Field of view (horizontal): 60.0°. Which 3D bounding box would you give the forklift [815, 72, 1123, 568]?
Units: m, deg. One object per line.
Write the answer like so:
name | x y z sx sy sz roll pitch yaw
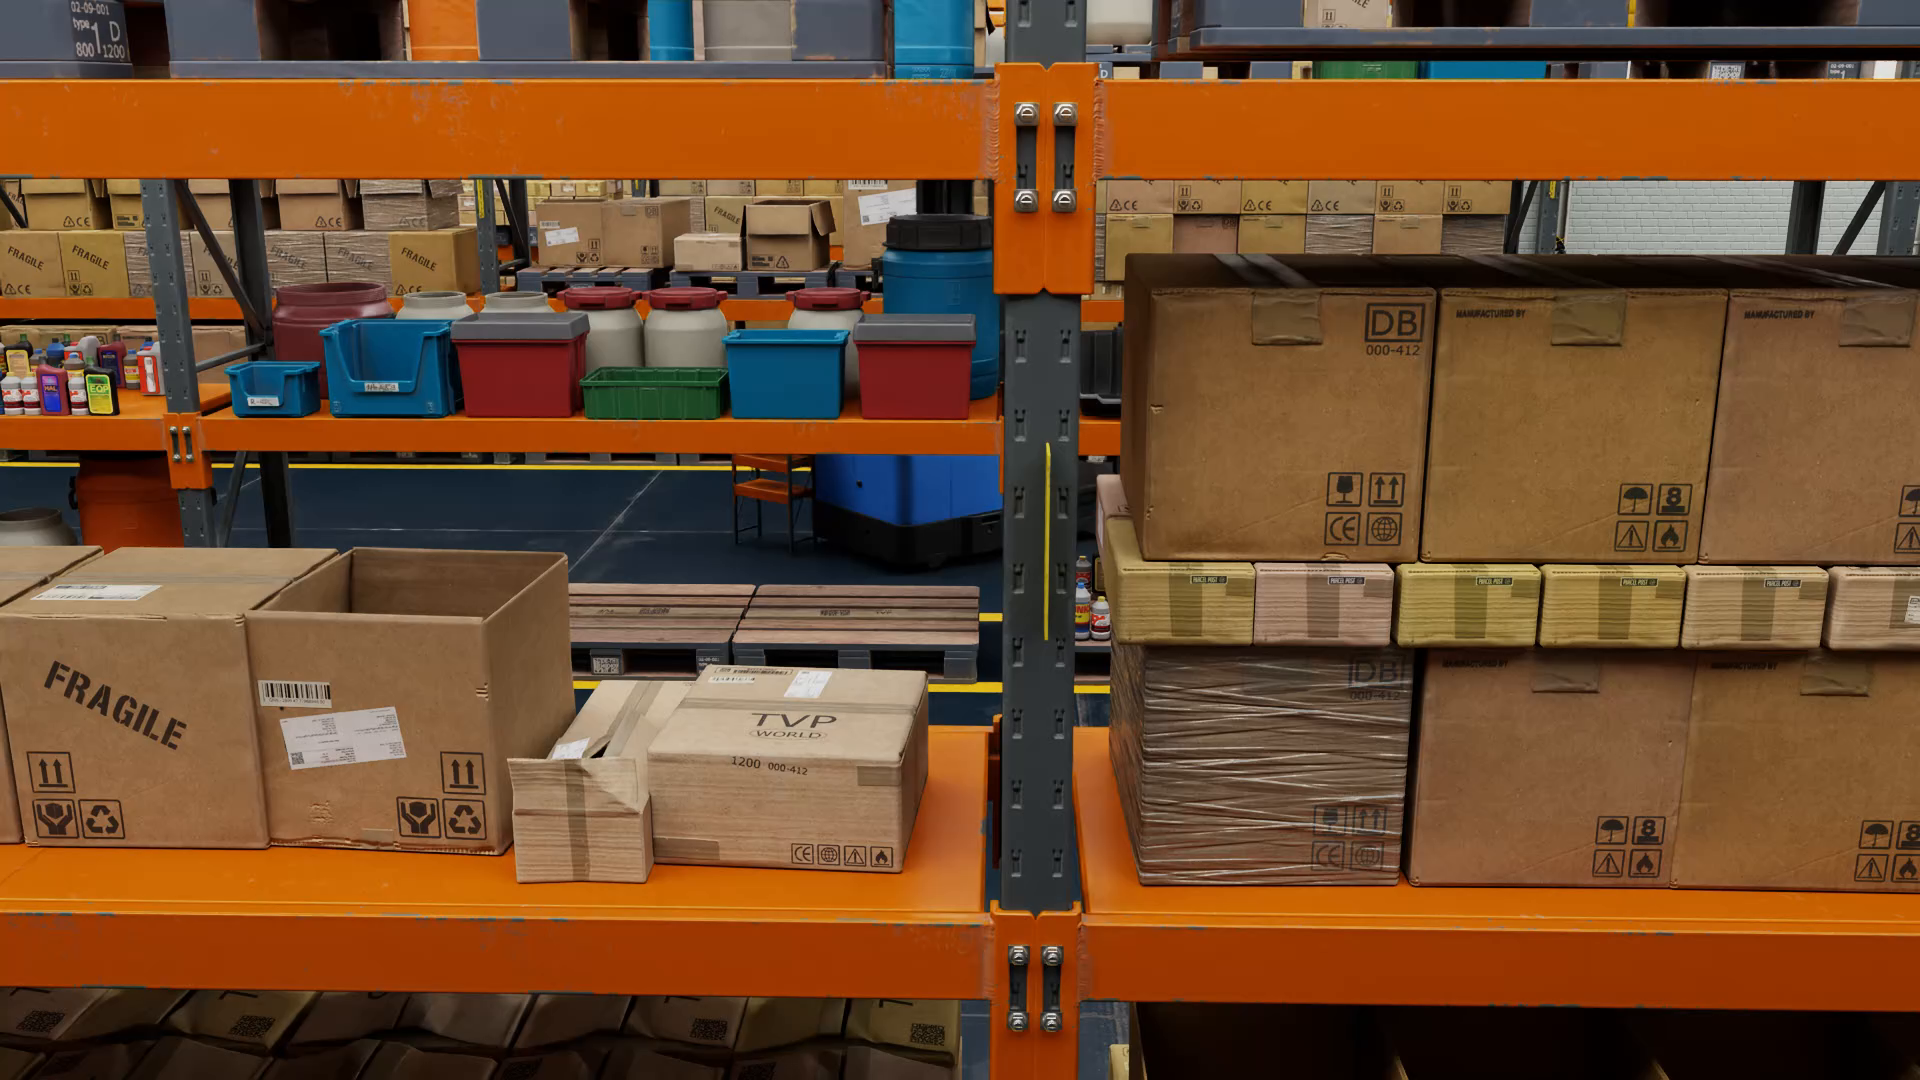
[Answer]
forklift | 0.523 -1.531 10.896 3.031 2.935 1.130 -11 19 -37

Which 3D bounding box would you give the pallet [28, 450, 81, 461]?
pallet | -6.815 -0.858 13.680 1.213 0.211 1.003 0 15 1

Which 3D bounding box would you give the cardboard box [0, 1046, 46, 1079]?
cardboard box | -2.295 1.299 3.505 0.500 0.311 0.500 0 15 0

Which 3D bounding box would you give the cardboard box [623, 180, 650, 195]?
cardboard box | -4.340 -4.804 22.481 0.500 0.250 0.500 0 15 0

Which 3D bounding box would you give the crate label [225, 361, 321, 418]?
crate label | -3.305 -0.724 8.033 0.416 0.233 0.303 0 15 1

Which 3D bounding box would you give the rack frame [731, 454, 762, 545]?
rack frame | -1.376 -0.574 10.663 0.015 1.200 0.240 11 18 36

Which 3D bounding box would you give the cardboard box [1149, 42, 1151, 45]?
cardboard box | 1.511 -3.648 12.420 0.250 0.149 0.380 1 15 3

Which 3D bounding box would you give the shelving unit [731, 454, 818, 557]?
shelving unit | -1.182 -0.536 10.520 0.503 1.200 0.258 11 18 36

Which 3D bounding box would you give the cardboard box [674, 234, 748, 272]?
cardboard box | -1.920 -2.227 12.873 0.500 0.250 0.500 0 15 0

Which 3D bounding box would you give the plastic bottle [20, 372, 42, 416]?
plastic bottle | -4.477 -0.708 8.033 0.097 0.201 0.097 0 15 0

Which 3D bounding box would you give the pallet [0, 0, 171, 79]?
pallet | -2.048 -1.011 3.283 1.213 0.211 1.003 1 15 4

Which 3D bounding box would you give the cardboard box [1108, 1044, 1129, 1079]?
cardboard box | 0.621 1.460 3.994 0.500 0.250 0.500 0 15 1

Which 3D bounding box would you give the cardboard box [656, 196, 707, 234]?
cardboard box | -2.920 -3.407 17.679 0.500 0.500 0.500 1 15 2

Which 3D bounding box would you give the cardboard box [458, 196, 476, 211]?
cardboard box | -5.157 -3.551 17.506 0.250 0.149 0.380 1 15 3

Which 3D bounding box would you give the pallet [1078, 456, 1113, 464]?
pallet | 1.081 -0.797 13.446 1.213 0.211 1.003 0 15 1

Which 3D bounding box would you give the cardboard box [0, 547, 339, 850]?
cardboard box | -1.642 0.322 3.545 0.500 0.500 0.500 0 15 2

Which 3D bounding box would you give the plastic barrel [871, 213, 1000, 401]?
plastic barrel | -0.096 -1.199 8.524 0.708 0.901 0.600 0 15 1

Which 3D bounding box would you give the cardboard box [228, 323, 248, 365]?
cardboard box | -5.170 -1.360 13.456 0.875 0.875 1.225 0 15 2

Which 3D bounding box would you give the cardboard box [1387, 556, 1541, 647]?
cardboard box | 0.925 0.078 3.197 0.250 0.149 0.380 0 15 0

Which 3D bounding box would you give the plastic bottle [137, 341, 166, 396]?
plastic bottle | -4.144 -0.890 8.576 0.135 0.276 0.152 0 15 1

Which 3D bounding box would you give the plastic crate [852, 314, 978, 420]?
plastic crate | -0.209 -0.833 7.993 0.583 0.464 0.402 0 15 1

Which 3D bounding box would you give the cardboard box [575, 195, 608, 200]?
cardboard box | -3.867 -3.543 17.476 0.250 0.149 0.380 1 15 3

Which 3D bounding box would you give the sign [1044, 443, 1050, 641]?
sign | 0.148 0.003 2.835 0.005 0.325 0.100 0 15 1

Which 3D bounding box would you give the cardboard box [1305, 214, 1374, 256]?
cardboard box | 2.857 -2.304 12.914 0.500 0.500 0.875 0 15 1

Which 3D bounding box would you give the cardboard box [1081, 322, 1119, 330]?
cardboard box | 1.264 -2.558 17.999 0.875 0.875 0.875 1 15 2

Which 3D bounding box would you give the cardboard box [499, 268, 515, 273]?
cardboard box | -5.046 -2.864 18.421 0.500 0.250 0.500 0 15 2

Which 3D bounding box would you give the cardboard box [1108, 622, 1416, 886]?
cardboard box | 0.596 0.339 3.480 0.500 0.500 0.700 0 15 0

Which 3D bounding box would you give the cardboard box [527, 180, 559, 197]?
cardboard box | -4.377 -3.690 17.450 0.250 0.149 0.380 1 15 3

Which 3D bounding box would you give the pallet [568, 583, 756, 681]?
pallet | -1.726 0.469 8.650 1.213 0.211 1.003 0 15 1

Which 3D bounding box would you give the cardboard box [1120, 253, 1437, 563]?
cardboard box | 0.596 -0.288 3.314 0.500 0.500 0.700 0 15 2

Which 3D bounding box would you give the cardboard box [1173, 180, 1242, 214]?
cardboard box | 1.852 -2.742 12.614 0.500 0.500 0.500 0 15 1

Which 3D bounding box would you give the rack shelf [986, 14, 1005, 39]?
rack shelf | -1.214 -8.306 26.877 4.000 0.370 1.077 0 15 1

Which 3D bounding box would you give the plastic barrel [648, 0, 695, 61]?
plastic barrel | -1.539 -2.527 7.674 0.708 0.901 0.600 0 15 1

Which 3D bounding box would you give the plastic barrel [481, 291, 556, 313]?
plastic barrel | -2.261 -1.002 8.540 0.421 0.512 0.421 0 15 0

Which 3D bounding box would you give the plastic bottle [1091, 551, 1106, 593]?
plastic bottle | 0.772 0.142 8.883 0.133 0.283 0.061 1 15 4

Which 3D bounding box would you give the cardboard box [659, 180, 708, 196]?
cardboard box | -2.913 -3.957 17.802 0.500 0.500 0.700 0 15 1

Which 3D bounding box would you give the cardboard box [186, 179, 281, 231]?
cardboard box | -5.642 -2.716 13.094 0.637 0.503 0.797 1 15 3

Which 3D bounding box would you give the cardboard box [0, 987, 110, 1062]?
cardboard box | -2.292 1.161 4.025 0.500 0.311 0.500 0 15 1

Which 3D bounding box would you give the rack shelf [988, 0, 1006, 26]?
rack shelf | -1.337 -7.040 22.079 4.000 0.370 1.077 0 15 1

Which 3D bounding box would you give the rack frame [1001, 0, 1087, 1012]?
rack frame | 0.152 0.387 3.494 0.053 2.616 0.949 0 15 1

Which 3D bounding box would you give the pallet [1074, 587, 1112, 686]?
pallet | 0.953 0.486 8.584 1.213 0.211 1.003 0 15 1

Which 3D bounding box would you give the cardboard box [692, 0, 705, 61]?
cardboard box | -2.117 -3.833 12.430 0.500 0.500 0.500 0 15 0

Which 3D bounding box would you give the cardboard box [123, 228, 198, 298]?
cardboard box | -6.132 -2.168 12.980 0.500 0.500 0.500 0 15 0

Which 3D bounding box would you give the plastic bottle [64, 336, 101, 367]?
plastic bottle | -4.603 -0.932 8.734 0.135 0.276 0.152 0 15 1

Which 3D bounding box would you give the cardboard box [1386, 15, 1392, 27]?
cardboard box | 4.290 -5.260 16.927 0.250 0.149 0.380 1 15 2

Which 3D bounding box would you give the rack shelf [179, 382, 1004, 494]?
rack shelf | -1.717 -0.543 8.426 4.000 0.370 1.077 0 15 1
